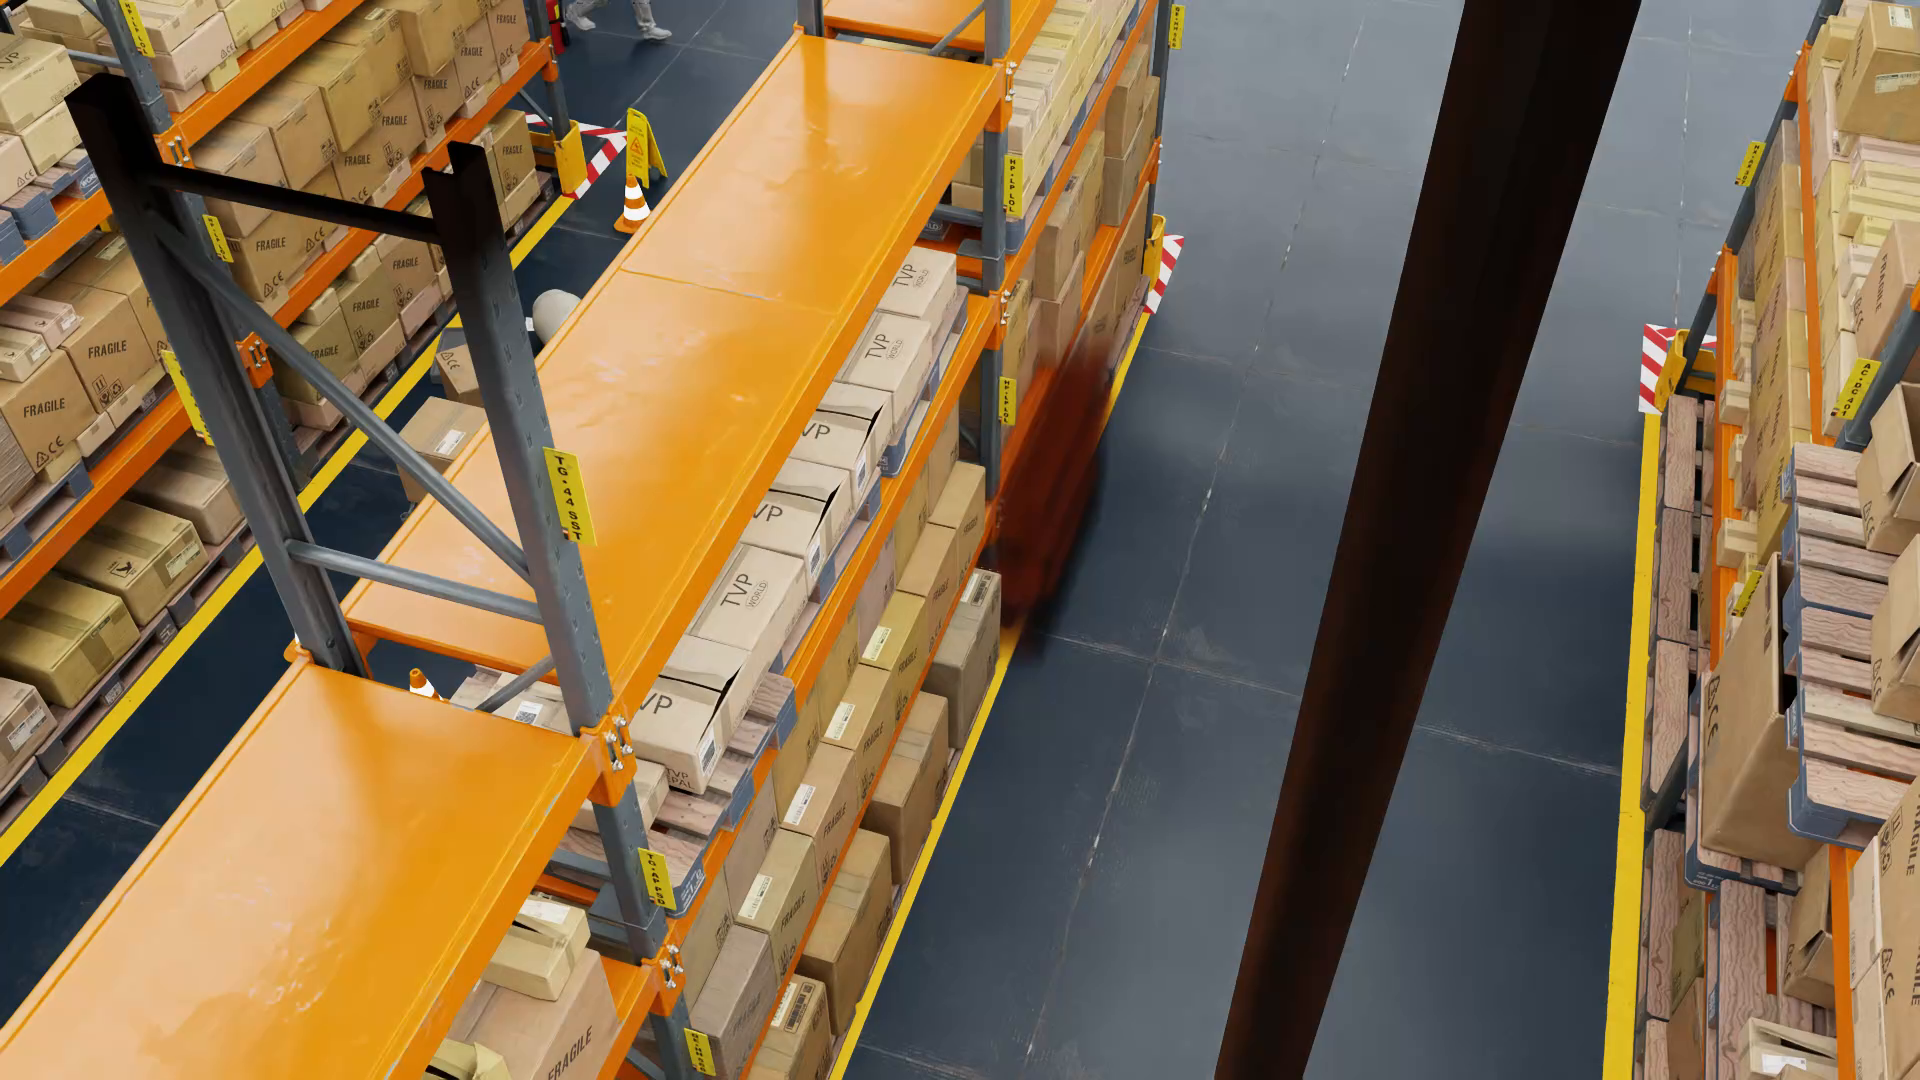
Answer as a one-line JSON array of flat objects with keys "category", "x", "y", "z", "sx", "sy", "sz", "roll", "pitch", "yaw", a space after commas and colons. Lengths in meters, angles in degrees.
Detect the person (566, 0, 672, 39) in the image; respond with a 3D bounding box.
[{"category": "person", "x": -3.217, "y": -5.405, "z": 15.197, "sx": 0.999, "sy": 1.739, "sz": 0.543, "roll": 15, "pitch": 47, "yaw": 14}]
